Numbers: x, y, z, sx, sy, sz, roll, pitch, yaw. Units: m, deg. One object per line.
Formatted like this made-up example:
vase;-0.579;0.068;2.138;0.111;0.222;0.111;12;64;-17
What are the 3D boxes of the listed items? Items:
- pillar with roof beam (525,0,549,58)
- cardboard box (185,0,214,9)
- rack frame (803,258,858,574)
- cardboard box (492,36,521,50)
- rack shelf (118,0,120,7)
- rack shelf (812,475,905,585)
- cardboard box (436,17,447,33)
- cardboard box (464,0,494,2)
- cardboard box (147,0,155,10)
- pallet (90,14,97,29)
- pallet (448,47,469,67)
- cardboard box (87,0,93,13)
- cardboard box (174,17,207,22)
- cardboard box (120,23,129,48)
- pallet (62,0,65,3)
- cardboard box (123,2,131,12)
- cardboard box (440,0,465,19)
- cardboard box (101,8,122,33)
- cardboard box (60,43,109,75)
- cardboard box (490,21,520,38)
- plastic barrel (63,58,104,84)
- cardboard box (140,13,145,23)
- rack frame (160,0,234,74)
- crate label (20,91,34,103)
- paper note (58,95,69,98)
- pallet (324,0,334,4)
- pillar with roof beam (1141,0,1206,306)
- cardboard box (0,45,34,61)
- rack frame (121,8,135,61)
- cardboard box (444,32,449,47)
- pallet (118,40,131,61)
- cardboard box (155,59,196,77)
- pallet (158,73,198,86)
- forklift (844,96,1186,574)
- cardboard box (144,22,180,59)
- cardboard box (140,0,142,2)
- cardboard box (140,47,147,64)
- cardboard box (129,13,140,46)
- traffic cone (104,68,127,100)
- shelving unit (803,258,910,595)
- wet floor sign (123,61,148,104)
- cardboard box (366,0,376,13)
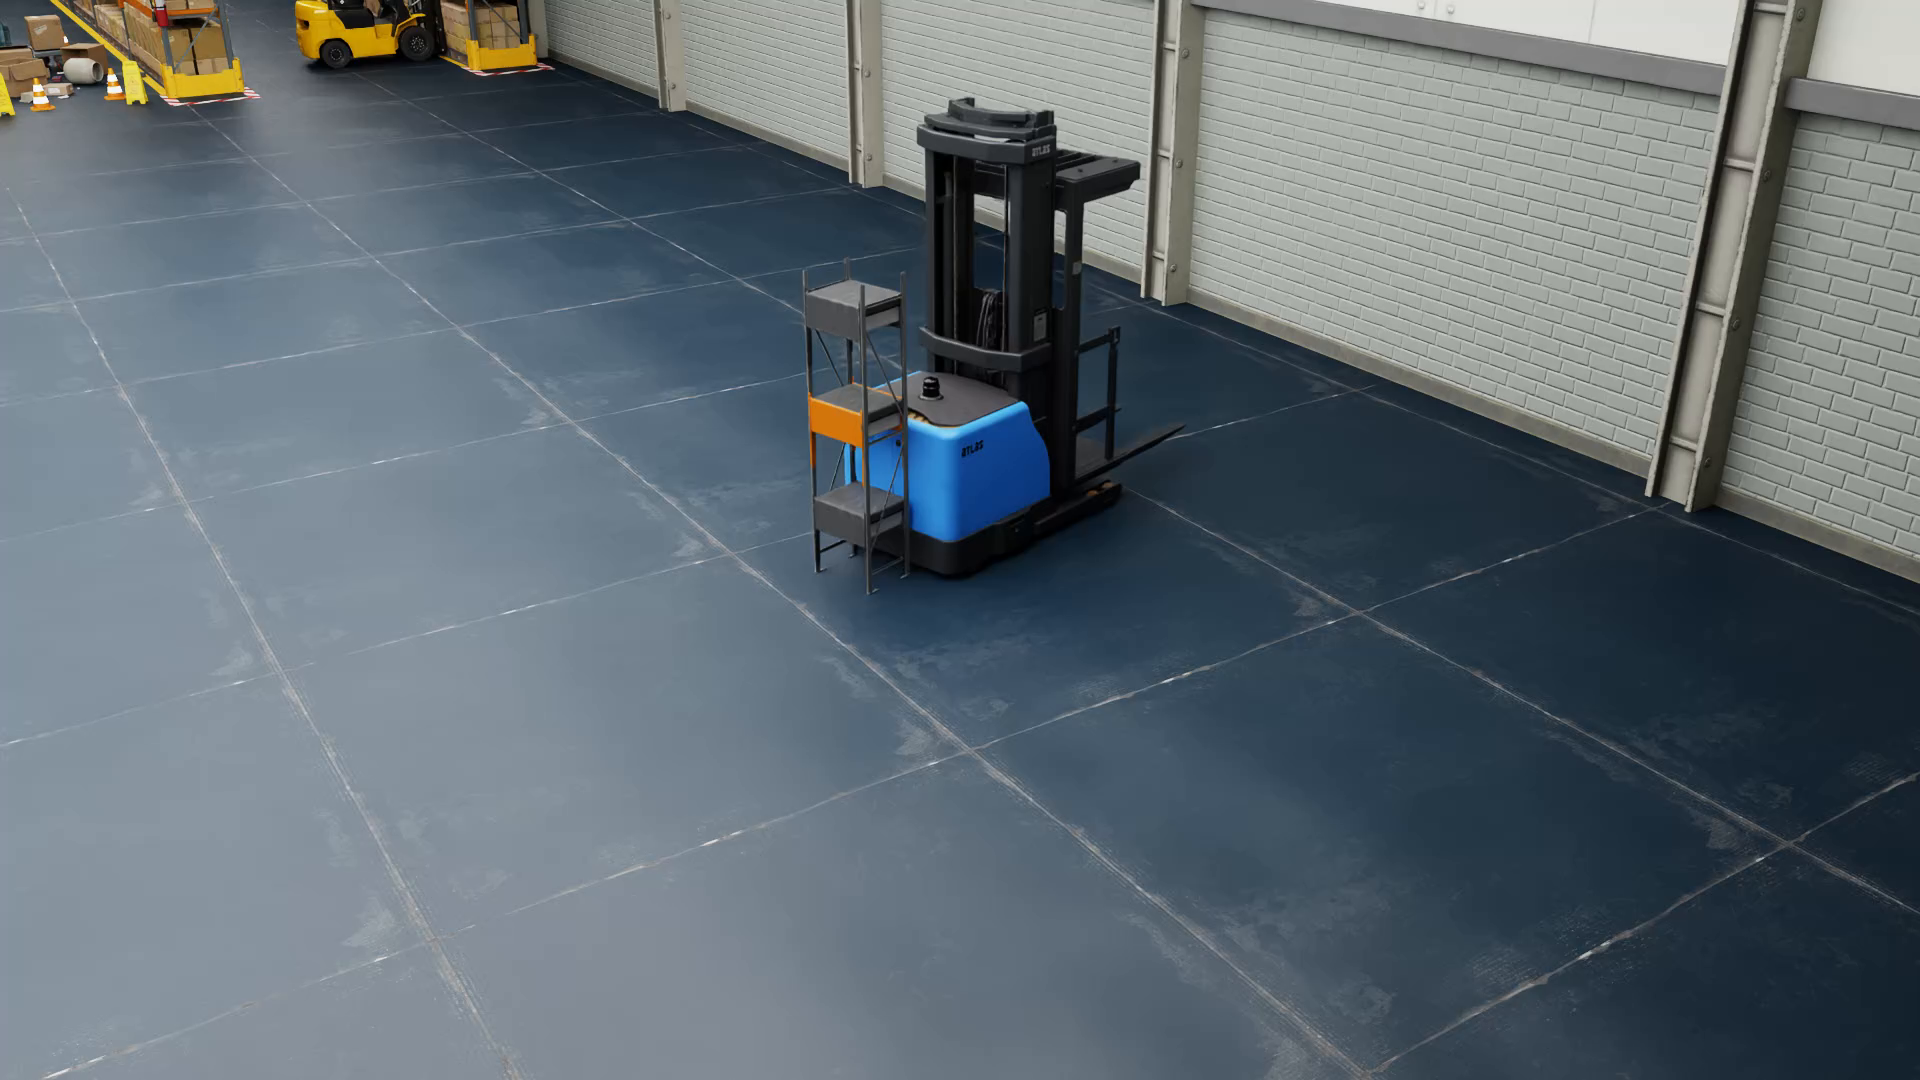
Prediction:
pillar with roof beam;-11.356;-11.955;26.496;9.100;9.000;0.400;-16;29;-30
cardboard box;-12.293;-8.684;26.889;0.380;0.149;0.250;-15;29;-29
rack frame;-0.842;-0.787;10.920;0.015;2.100;0.400;20;32;36
cardboard box;-8.229;-8.954;29.895;0.500;0.250;0.500;-15;29;-29
rack shelf;-15.557;-10.449;31.176;1.077;0.370;4.000;-16;29;-30
rack shelf;-0.658;-0.073;11.080;0.480;0.518;0.431;20;32;36
cardboard box;-9.216;-9.422;30.300;0.500;0.250;0.500;-16;30;-31
cardboard box;-8.768;-9.760;30.432;0.500;0.250;0.500;-16;30;-30
cardboard box;-12.896;-8.663;26.845;0.380;0.149;0.250;-16;30;-30
pallet;-17.016;-10.528;33.767;1.003;0.211;1.213;-16;29;-30
pallet;-8.577;-8.789;30.083;1.003;0.211;1.213;-16;29;-30
cardboard box;-17.439;-11.305;34.144;0.875;0.875;0.875;-15;29;-29
cardboard box;-13.059;-8.643;28.357;0.500;0.500;0.500;-15;29;-29
cardboard box;-14.753;-9.248;30.374;0.950;0.372;0.625;-15;29;-29
pallet;-19.852;-12.386;37.703;1.003;0.211;1.213;-16;29;-30
cardboard box;-14.351;-9.305;29.001;0.380;0.149;0.250;-15;29;-29
cardboard box;-9.205;-9.636;30.169;0.500;0.250;0.500;-15;29;-29
cardboard box;-15.939;-10.025;32.021;0.950;0.372;0.625;-16;30;-31
cardboard box;-15.020;-8.229;28.556;0.500;0.500;0.500;3;25;6
cardboard box;-8.207;-9.176;29.779;0.500;0.250;0.500;-15;29;-29
plastic barrel;-14.677;-7.849;27.844;0.512;0.421;0.421;3;25;6
cardboard box;-13.471;-8.734;27.791;0.380;0.149;0.250;-14;29;-27
rack frame;-12.281;-8.628;26.476;1.000;3.000;0.127;-16;29;-30
crate label;-14.822;-7.073;26.536;0.298;0.136;0.250;12;28;24
paper note;-14.465;-7.160;26.843;0.142;0.019;0.148;18;31;33
pallet;-13.530;-12.099;37.094;1.003;0.211;1.213;-16;29;-30
pillar with roof beam;-1.530;-5.517;12.858;9.100;9.000;0.400;-16;29;-30
cardboard box;-15.879;-7.932;27.765;0.797;0.637;0.503;-16;29;-30
rack frame;-14.465;-10.059;29.507;1.000;3.000;0.127;-16;29;-30
cardboard box;-9.175;-9.188;30.392;0.500;0.250;0.500;-15;29;-29
pallet;-14.891;-9.076;30.691;1.003;0.211;1.213;-16;29;-30
cardboard box;-12.961;-7.810;27.471;0.500;0.250;0.500;-16;29;-30
pallet;-12.737;-7.693;27.762;1.003;0.211;1.213;-16;29;-30
forklift;0.540;-1.646;11.766;1.130;2.935;3.031;20;32;36
cardboard box;-13.225;-8.326;27.685;0.500;0.500;0.500;-14;29;-28
cardboard box;-13.422;-9.040;27.642;0.380;0.149;0.250;-16;30;-30
cardboard box;-13.776;-8.354;28.624;0.500;0.250;0.500;-16;30;-30
cardboard box;-14.067;-8.882;28.864;0.500;0.500;0.500;-14;29;-28
traffic cone;-13.597;-7.334;26.707;0.336;0.463;0.334;-16;29;-30
shelving unit;-0.658;-0.719;10.775;0.503;2.100;0.431;20;32;36
wet floor sign;-13.074;-7.246;26.306;0.267;0.644;0.232;-6;26;-12
cardboard box;-11.799;-11.306;34.437;0.875;0.625;0.625;-14;29;-28
